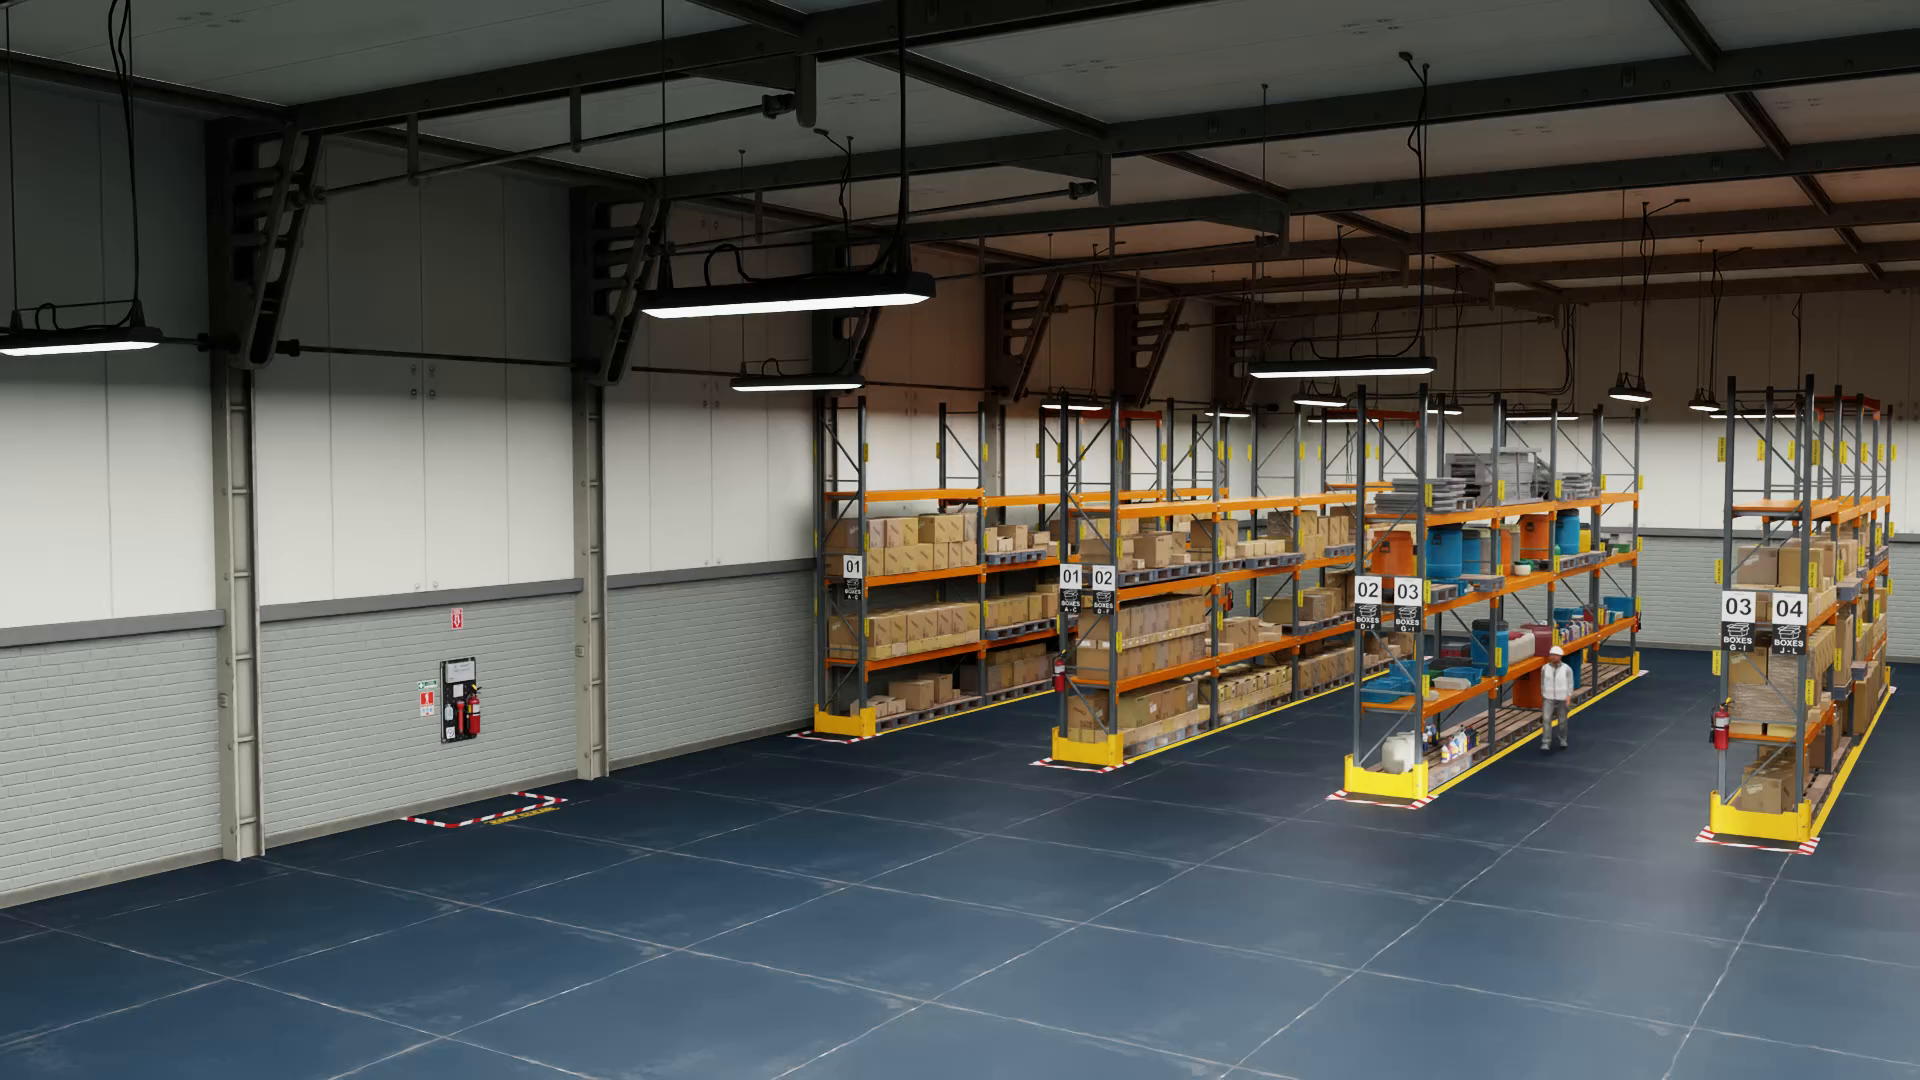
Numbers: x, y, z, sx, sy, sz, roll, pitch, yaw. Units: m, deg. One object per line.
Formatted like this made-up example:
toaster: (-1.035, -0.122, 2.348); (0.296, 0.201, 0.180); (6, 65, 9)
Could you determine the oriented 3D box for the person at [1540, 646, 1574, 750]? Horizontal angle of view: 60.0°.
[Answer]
person: (10.006, 2.653, 27.913); (0.566, 1.725, 0.997); (2, 3, 29)
